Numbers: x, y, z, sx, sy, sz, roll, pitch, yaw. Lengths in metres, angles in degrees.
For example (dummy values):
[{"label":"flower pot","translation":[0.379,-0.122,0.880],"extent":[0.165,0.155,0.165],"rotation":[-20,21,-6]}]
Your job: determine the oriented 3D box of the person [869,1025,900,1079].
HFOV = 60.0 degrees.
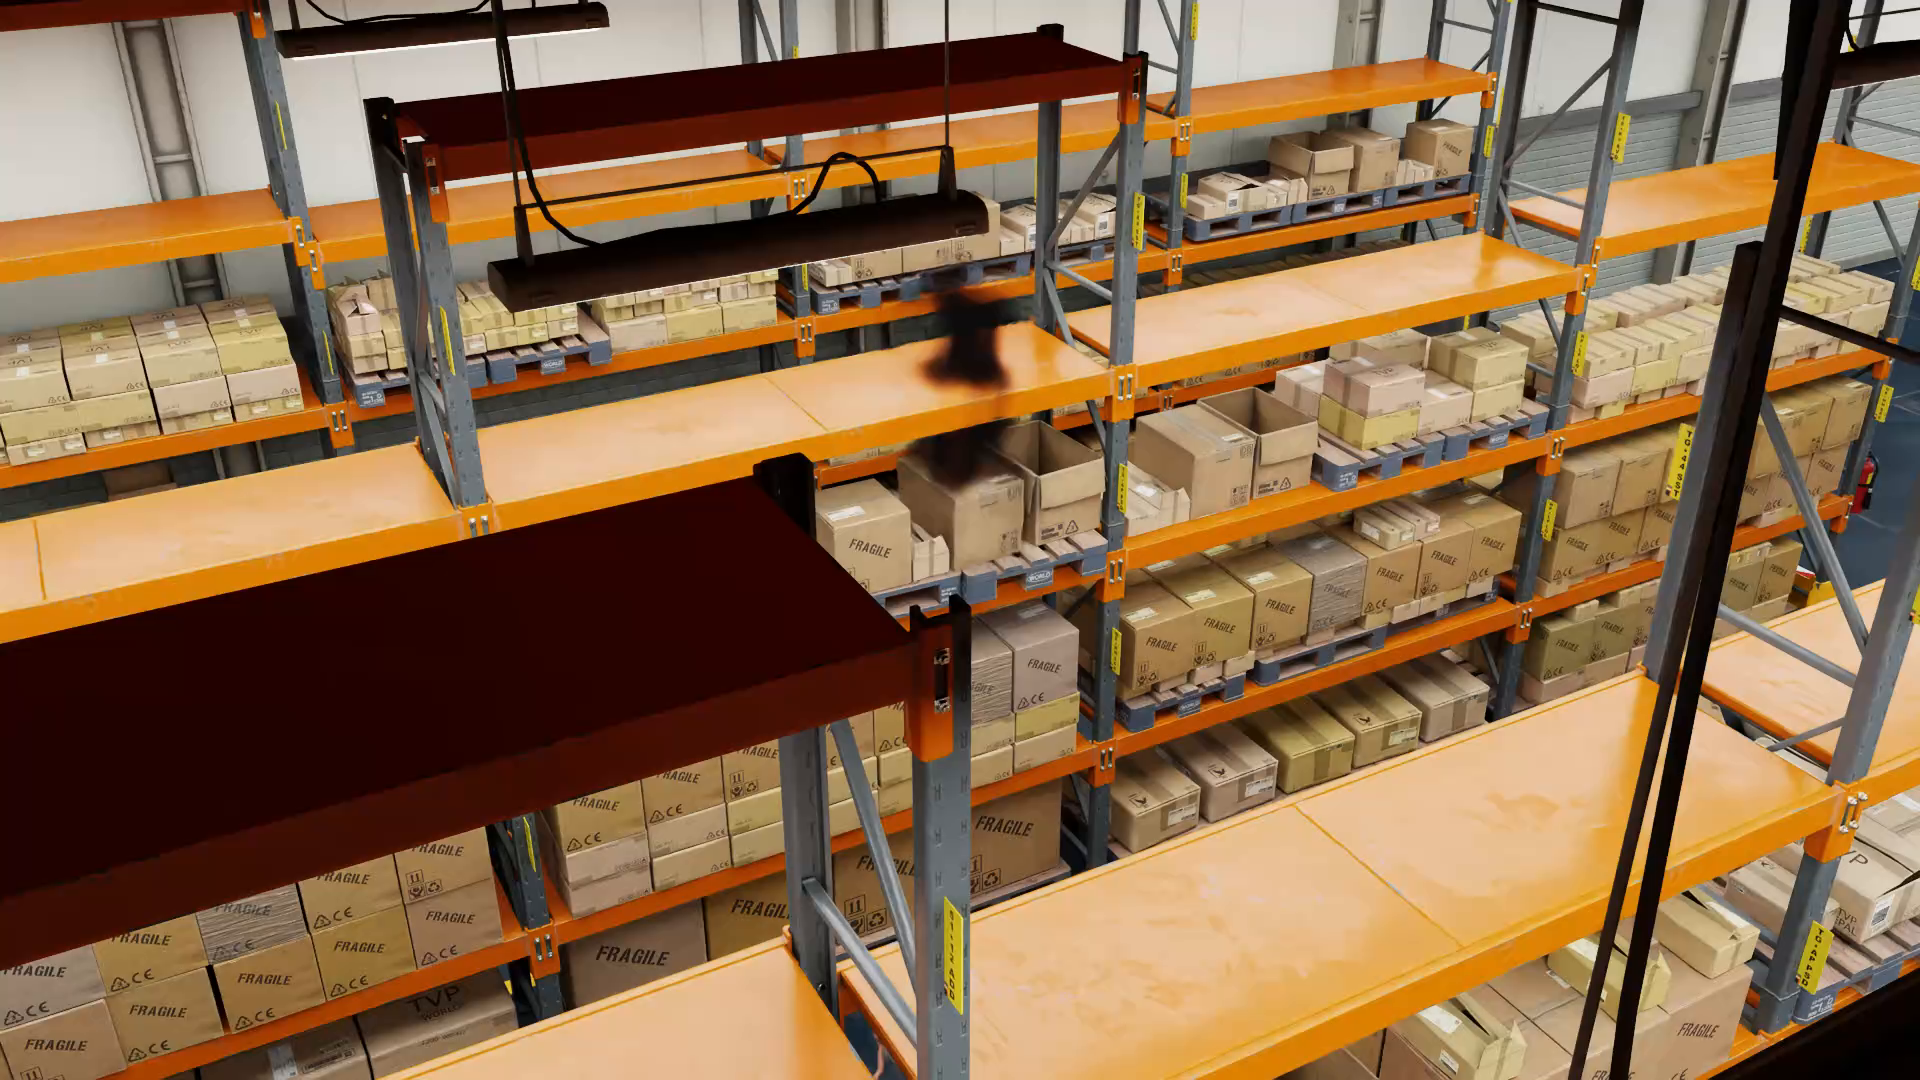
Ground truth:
[{"label":"person","translation":[-0.144,3.100,9.587],"extent":[0.582,1.543,0.893],"rotation":[24,36,37]}]
